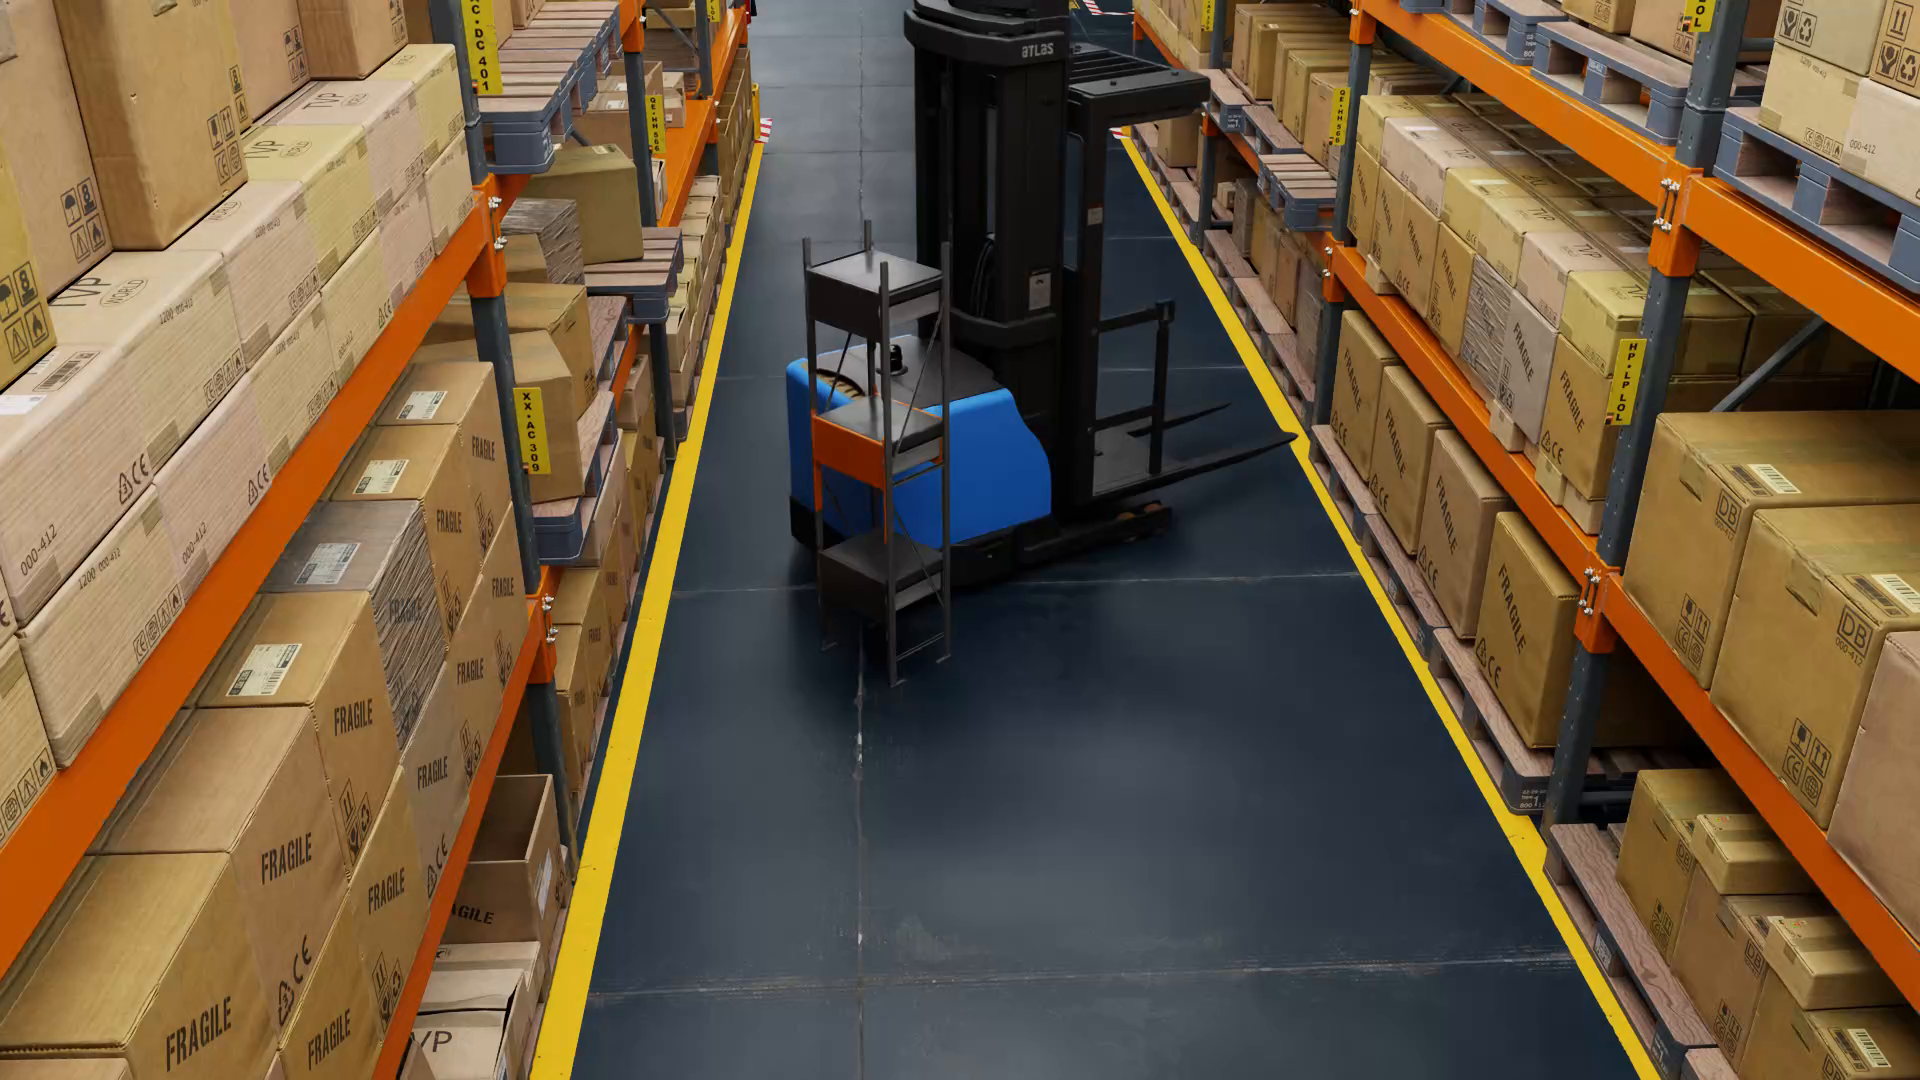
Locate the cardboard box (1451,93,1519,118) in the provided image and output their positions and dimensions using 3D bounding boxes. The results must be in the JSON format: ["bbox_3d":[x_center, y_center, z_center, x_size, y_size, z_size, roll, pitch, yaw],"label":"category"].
[{"bbox_3d":[2.985,-2.261,9.078,0.500,0.250,0.500,-1,28,-1],"label":"cardboard box"}]

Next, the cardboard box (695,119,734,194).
[{"bbox_3d":[-2.165,-3.193,13.837,0.500,0.500,0.500,-1,28,-3],"label":"cardboard box"}]

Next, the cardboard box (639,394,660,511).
[{"bbox_3d":[-1.961,-0.485,9.164,0.500,0.500,0.500,0,28,-1],"label":"cardboard box"}]

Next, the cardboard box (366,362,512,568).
[{"bbox_3d":[-1.751,-0.238,5.273,0.500,0.500,0.500,-1,28,-2],"label":"cardboard box"}]

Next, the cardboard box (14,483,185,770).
[{"bbox_3d":[-1.613,0.132,2.673,0.500,0.250,0.500,-1,28,-3],"label":"cardboard box"}]

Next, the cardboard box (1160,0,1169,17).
[{"bbox_3d":[2.085,-4.983,14.889,0.500,0.500,0.500,-1,28,-1],"label":"cardboard box"}]

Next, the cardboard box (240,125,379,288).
[{"bbox_3d":[-1.693,-0.783,3.885,0.500,0.250,0.500,-1,28,-3],"label":"cardboard box"}]

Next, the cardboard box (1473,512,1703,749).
[{"bbox_3d":[2.747,0.371,7.166,0.750,0.750,0.750,-1,28,-2],"label":"cardboard box"}]

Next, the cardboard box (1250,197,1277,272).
[{"bbox_3d":[2.625,-2.303,12.650,0.700,0.500,0.500,-2,28,-4],"label":"cardboard box"}]

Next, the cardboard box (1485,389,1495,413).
[{"bbox_3d":[2.586,-0.617,7.440,0.380,0.149,0.250,-1,28,-3],"label":"cardboard box"}]

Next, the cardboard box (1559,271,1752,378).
[{"bbox_3d":[2.631,-0.826,6.328,0.500,0.250,0.500,-1,28,-1],"label":"cardboard box"}]

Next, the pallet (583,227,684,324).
[{"bbox_3d":[-2.139,-1.428,8.953,1.213,0.211,1.003,-1,28,-3],"label":"pallet"}]

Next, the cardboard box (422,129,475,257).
[{"bbox_3d":[-1.745,-1.023,4.886,0.500,0.250,0.500,-1,28,-3],"label":"cardboard box"}]

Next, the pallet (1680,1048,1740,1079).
[{"bbox_3d":[2.939,2.055,5.081,1.003,0.211,1.213,-1,28,-3],"label":"pallet"}]

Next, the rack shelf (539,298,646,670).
[{"bbox_3d":[-2.140,-0.582,7.901,1.077,0.370,4.000,-1,28,-3],"label":"rack shelf"}]

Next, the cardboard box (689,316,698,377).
[{"bbox_3d":[-2.006,-1.273,10.966,0.500,0.250,0.500,-2,28,-4],"label":"cardboard box"}]

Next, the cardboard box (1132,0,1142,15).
[{"bbox_3d":[1.993,-5.350,16.405,0.500,0.250,0.500,-2,28,-4],"label":"cardboard box"}]

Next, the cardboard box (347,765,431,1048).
[{"bbox_3d":[-1.667,0.913,4.148,0.500,0.500,0.500,-1,28,-2],"label":"cardboard box"}]

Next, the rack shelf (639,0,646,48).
[{"bbox_3d":[-2.349,-3.760,10.749,1.077,0.370,4.000,-1,28,-3],"label":"rack shelf"}]

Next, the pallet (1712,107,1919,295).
[{"bbox_3d":[2.943,-1.012,4.798,1.003,0.211,1.213,-1,28,-3],"label":"pallet"}]

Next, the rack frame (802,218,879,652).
[{"bbox_3d":[-0.542,-0.448,7.838,0.015,2.100,0.400,24,36,38],"label":"rack frame"}]

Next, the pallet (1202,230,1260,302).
[{"bbox_3d":[2.535,-2.198,13.235,1.003,0.211,1.213,-1,28,-3],"label":"pallet"}]

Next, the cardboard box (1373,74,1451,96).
[{"bbox_3d":[2.654,-2.632,9.767,0.380,0.149,0.250,-5,28,-9],"label":"cardboard box"}]

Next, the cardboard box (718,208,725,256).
[{"bbox_3d":[-2.142,-2.455,13.232,0.500,0.250,0.500,-2,28,-3],"label":"cardboard box"}]

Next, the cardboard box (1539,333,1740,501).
[{"bbox_3d":[2.635,-0.491,6.497,0.500,0.500,0.500,-2,28,-3],"label":"cardboard box"}]

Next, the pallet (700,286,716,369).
[{"bbox_3d":[-2.309,-1.532,11.958,1.003,0.211,1.213,-1,28,-3],"label":"pallet"}]

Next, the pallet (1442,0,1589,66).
[{"bbox_3d":[2.850,-2.380,7.530,1.003,0.211,1.213,0,28,0],"label":"pallet"}]

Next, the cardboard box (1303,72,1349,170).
[{"bbox_3d":[2.611,-2.660,10.522,0.700,0.500,0.500,-4,28,-7],"label":"cardboard box"}]

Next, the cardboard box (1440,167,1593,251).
[{"bbox_3d":[2.560,-1.533,7.684,0.500,0.250,0.500,-2,28,-4],"label":"cardboard box"}]

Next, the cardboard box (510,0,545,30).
[{"bbox_3d":[-2.061,-2.433,6.757,0.600,0.600,0.600,-2,28,-5],"label":"cardboard box"}]

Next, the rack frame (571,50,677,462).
[{"bbox_3d":[-2.245,-1.825,9.505,1.000,3.000,0.127,-1,28,-3],"label":"rack frame"}]

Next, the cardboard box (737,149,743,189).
[{"bbox_3d":[-2.217,-3.323,14.896,0.500,0.250,0.500,-1,28,-3],"label":"cardboard box"}]

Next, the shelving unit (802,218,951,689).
[{"bbox_3d":[-0.366,-0.370,7.689,0.503,2.100,0.431,24,36,38],"label":"shelving unit"}]

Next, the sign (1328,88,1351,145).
[{"bbox_3d":[2.161,-2.407,9.455,0.100,0.325,0.005,-1,28,-3],"label":"sign"}]

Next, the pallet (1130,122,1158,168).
[{"bbox_3d":[2.295,-3.993,16.678,1.003,0.211,1.213,-1,28,-3],"label":"pallet"}]

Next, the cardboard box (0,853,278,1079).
[{"bbox_3d":[-1.622,0.929,3.035,0.500,0.500,0.500,-1,28,-2],"label":"cardboard box"}]

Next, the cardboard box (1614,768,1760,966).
[{"bbox_3d":[2.848,1.171,6.010,0.700,0.500,0.500,-1,28,-2],"label":"cardboard box"}]

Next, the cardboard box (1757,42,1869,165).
[{"bbox_3d":[2.684,-1.268,4.793,0.500,0.250,0.500,-1,28,-3],"label":"cardboard box"}]

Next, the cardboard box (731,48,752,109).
[{"bbox_3d":[-2.337,-4.578,16.493,0.500,0.500,0.500,-1,28,-3],"label":"cardboard box"}]

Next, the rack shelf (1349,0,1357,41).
[{"bbox_3d":[2.598,-3.881,10.981,1.077,0.370,4.000,-1,28,-3],"label":"rack shelf"}]

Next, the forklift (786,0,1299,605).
[{"bbox_3d":[0.584,-1.473,8.906,3.031,2.935,1.130,-17,32,-29],"label":"forklift"}]

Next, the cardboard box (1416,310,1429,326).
[{"bbox_3d":[2.580,-1.212,8.580,0.380,0.149,0.250,-1,28,-2],"label":"cardboard box"}]

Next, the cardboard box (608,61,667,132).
[{"bbox_3d":[-2.402,-3.118,11.877,0.500,0.500,0.500,1,28,1],"label":"cardboard box"}]

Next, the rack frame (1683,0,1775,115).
[{"bbox_3d":[2.911,-2.759,4.809,1.000,3.000,0.127,-1,28,-3],"label":"rack frame"}]

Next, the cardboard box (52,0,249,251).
[{"bbox_3d":[-1.877,-0.879,3.259,0.700,0.500,0.500,-1,28,-3],"label":"cardboard box"}]

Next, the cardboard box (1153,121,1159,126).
[{"bbox_3d":[2.231,-4.322,16.725,0.500,0.311,0.500,-4,28,-8],"label":"cardboard box"}]

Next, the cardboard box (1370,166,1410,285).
[{"bbox_3d":[2.490,-1.659,8.735,0.500,0.500,0.500,0,28,-1],"label":"cardboard box"}]

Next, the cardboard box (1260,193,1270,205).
[{"bbox_3d":[2.575,-2.670,12.542,0.500,0.250,0.500,-2,28,-4],"label":"cardboard box"}]

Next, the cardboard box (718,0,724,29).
[{"bbox_3d":[-2.619,-5.105,15.687,0.700,0.500,0.500,-1,28,-1],"label":"cardboard box"}]

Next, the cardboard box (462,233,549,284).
[{"bbox_3d":[-2.190,-1.023,7.405,0.700,0.500,0.500,-8,29,-16],"label":"cardboard box"}]

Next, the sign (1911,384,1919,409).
[{"bbox_3d":[3.465,-0.532,6.005,0.100,0.325,0.005,-1,28,-3],"label":"sign"}]

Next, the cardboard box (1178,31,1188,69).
[{"bbox_3d":[2.148,-4.178,14.157,0.500,0.250,0.500,-1,28,-2],"label":"cardboard box"}]

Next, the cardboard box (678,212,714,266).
[{"bbox_3d":[-2.089,-2.237,12.208,0.500,0.311,0.500,-1,28,-3],"label":"cardboard box"}]

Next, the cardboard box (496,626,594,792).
[{"bbox_3d":[-1.818,0.706,6.879,0.500,0.500,0.500,-3,28,-5],"label":"cardboard box"}]
